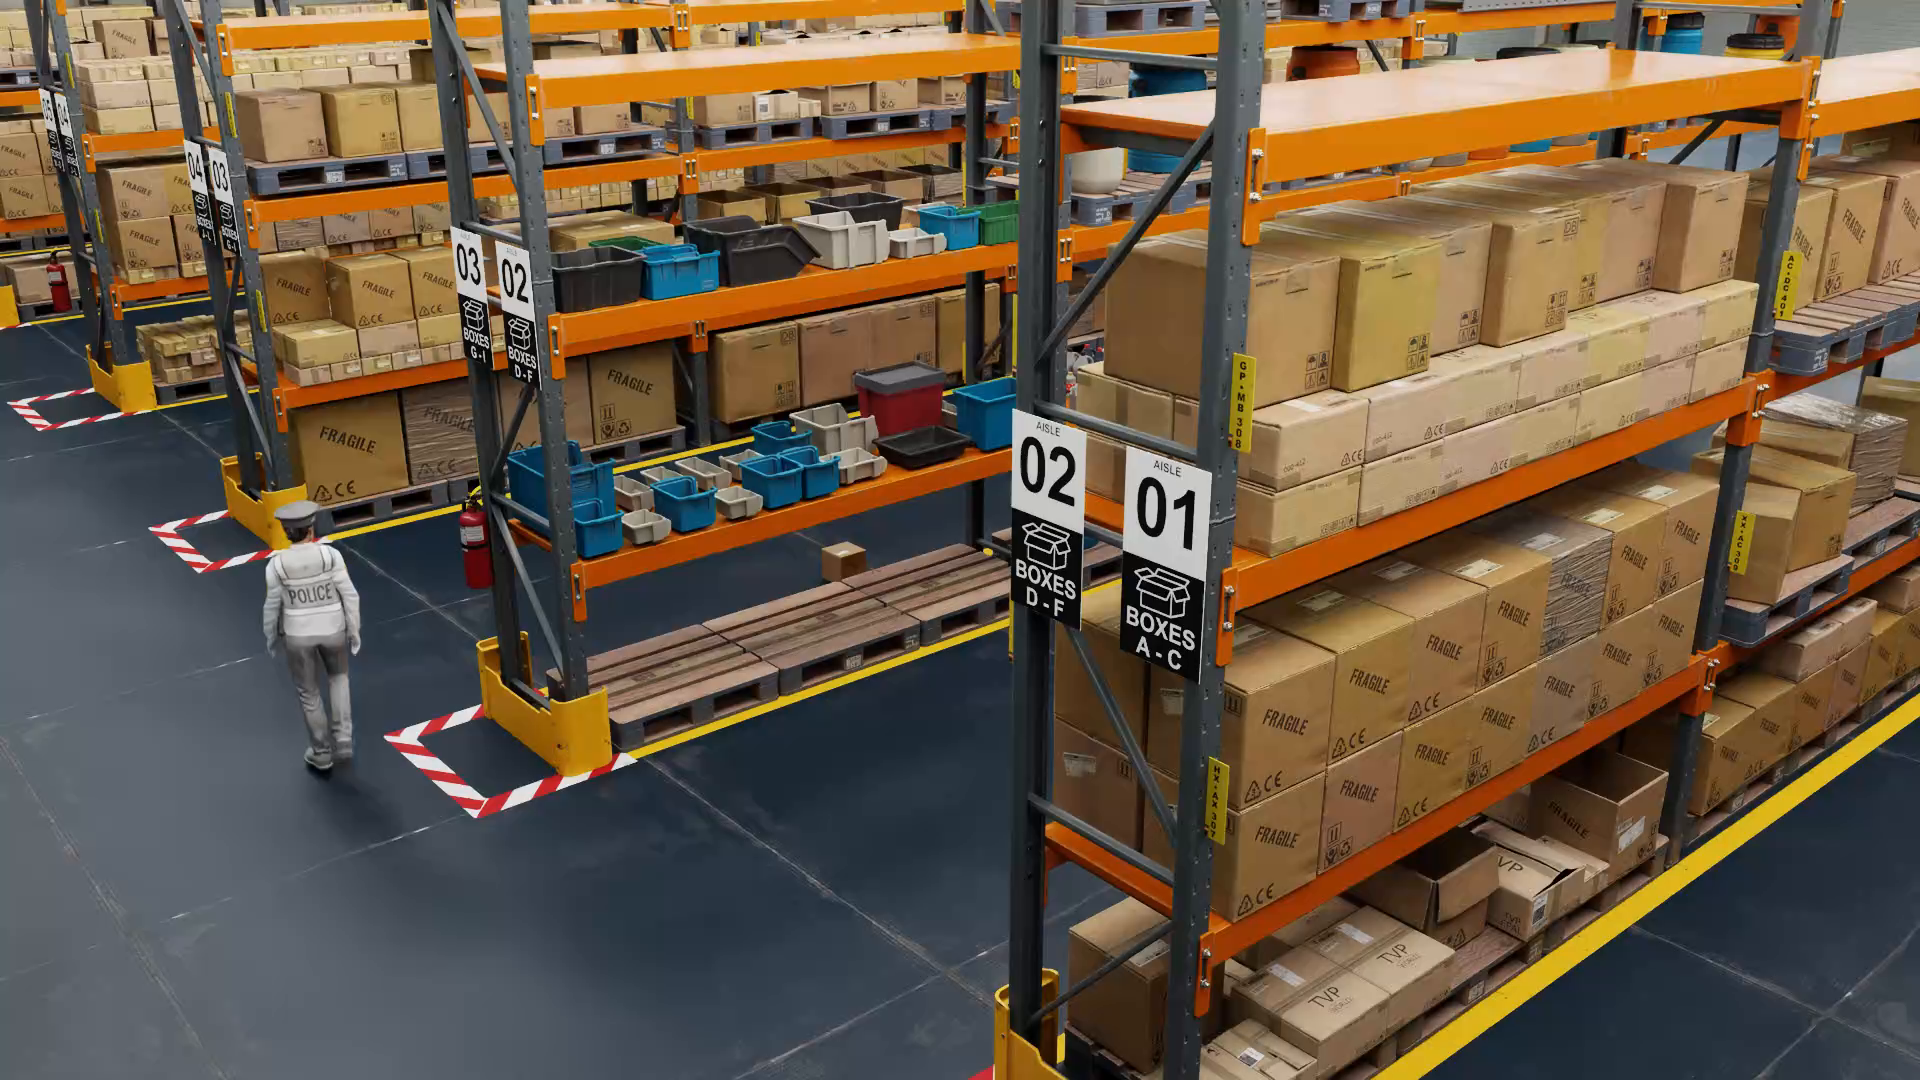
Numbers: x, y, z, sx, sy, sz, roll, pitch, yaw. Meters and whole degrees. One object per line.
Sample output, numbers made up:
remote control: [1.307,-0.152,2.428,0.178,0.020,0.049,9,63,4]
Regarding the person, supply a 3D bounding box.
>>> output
person: [-3.885,0.584,10.020,0.526,1.671,0.421,-13,24,-29]
